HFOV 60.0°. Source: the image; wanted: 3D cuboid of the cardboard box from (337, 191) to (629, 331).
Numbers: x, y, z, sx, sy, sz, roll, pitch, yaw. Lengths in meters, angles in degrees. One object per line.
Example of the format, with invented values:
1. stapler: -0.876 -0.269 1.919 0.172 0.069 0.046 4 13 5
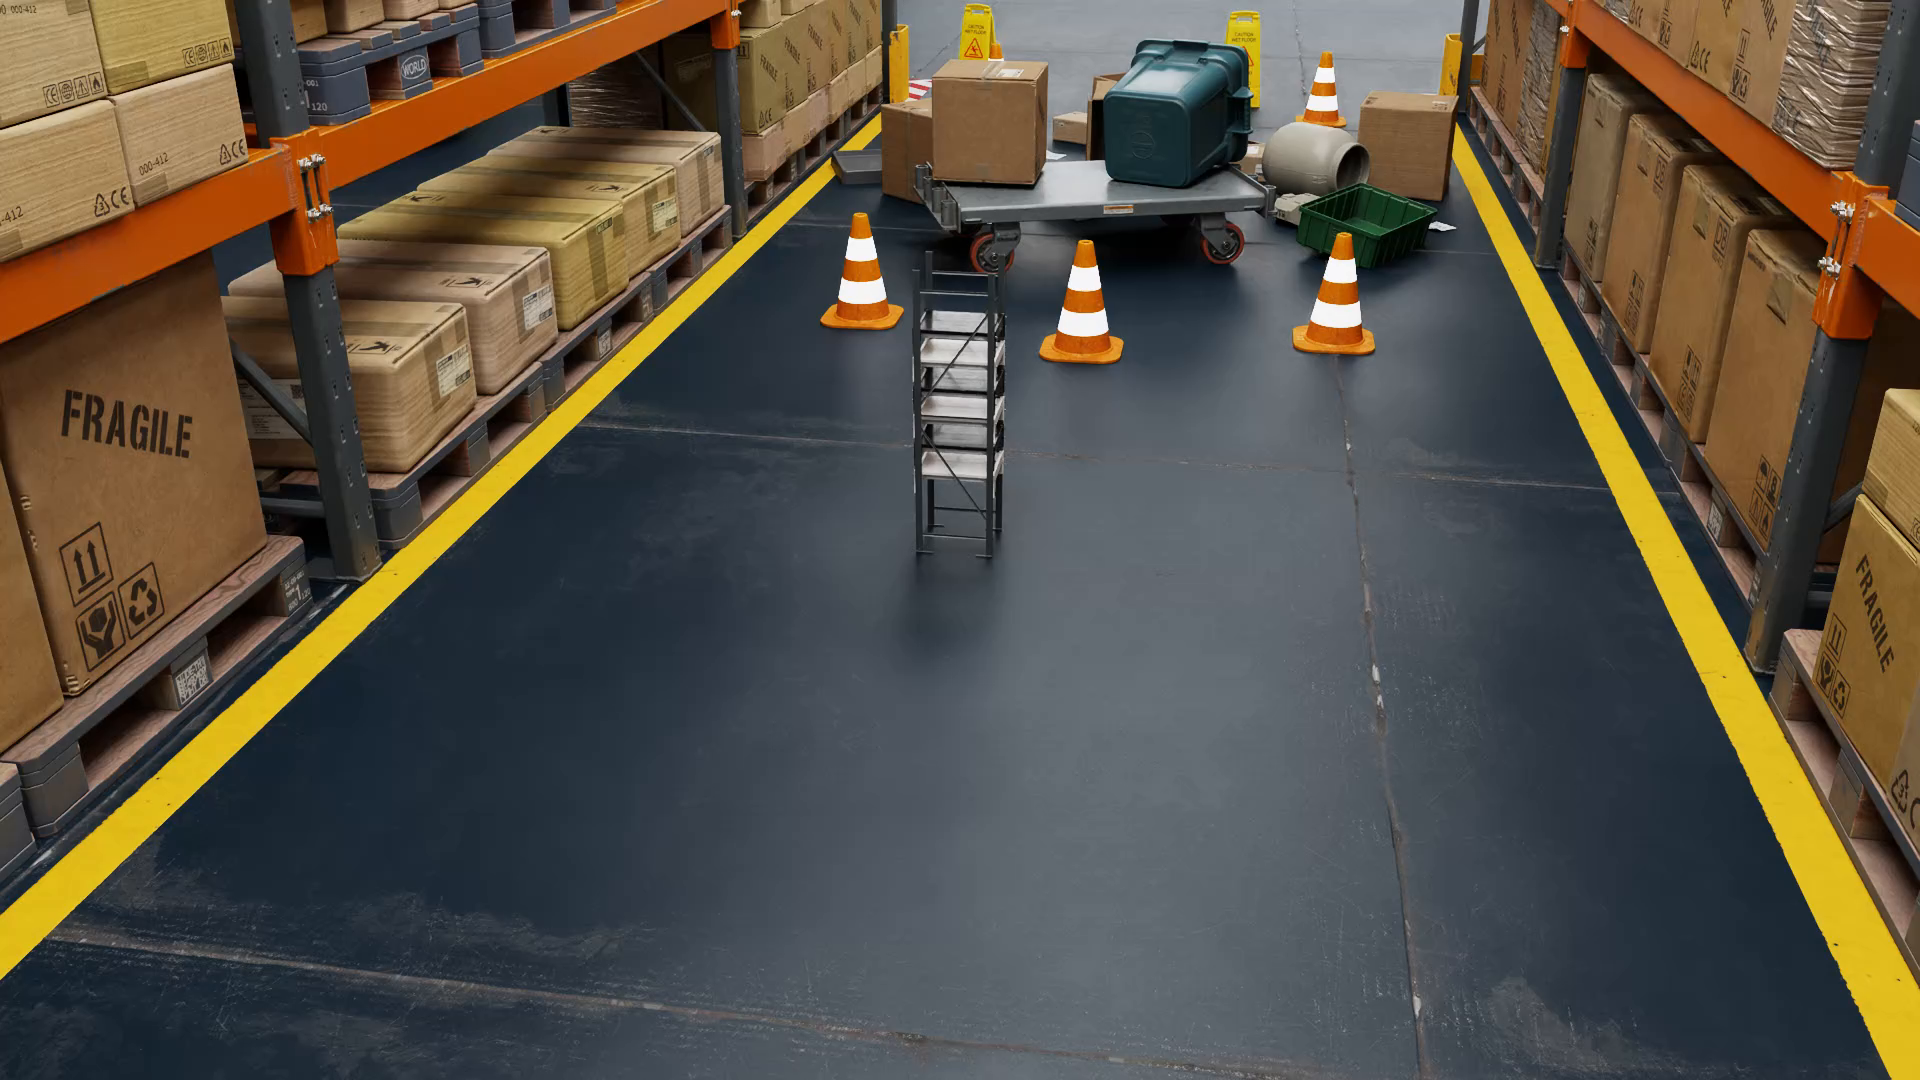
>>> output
1. cardboard box: -1.919 -1.146 6.764 0.950 0.372 0.625 5 26 10

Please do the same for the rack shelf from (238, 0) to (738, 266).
1. rack shelf: -1.936 -1.795 6.395 1.077 0.370 4.000 4 25 9

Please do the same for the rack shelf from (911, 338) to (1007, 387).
1. rack shelf: -0.001 -0.537 4.990 0.258 0.077 0.200 4 25 9

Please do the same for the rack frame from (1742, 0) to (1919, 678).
1. rack frame: 2.637 -0.984 3.813 1.000 3.000 0.127 4 25 9

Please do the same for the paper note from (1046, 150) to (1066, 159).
1. paper note: 0.567 -2.402 10.360 0.148 0.019 0.142 13 28 26

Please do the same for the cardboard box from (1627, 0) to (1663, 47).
1. cardboard box: 2.773 -2.080 6.038 0.500 0.500 0.500 4 25 8

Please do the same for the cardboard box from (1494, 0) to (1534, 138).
1. cardboard box: 3.757 -2.901 9.921 0.875 0.875 0.875 4 25 8

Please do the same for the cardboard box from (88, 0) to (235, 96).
1. cardboard box: -2.092 -1.223 3.911 0.500 0.250 0.500 4 25 8

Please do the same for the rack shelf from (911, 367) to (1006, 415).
1. rack shelf: -0.001 -0.455 5.028 0.258 0.077 0.200 4 25 9

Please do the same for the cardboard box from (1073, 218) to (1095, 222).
1. cardboard box: 0.641 -1.911 9.020 0.258 0.266 0.396 -14 29 -27

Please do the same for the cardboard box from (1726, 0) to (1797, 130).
1. cardboard box: 2.528 -1.444 4.680 0.500 0.500 0.500 4 25 9

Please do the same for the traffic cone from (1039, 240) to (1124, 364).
1. traffic cone: 0.508 -1.002 6.845 0.336 0.463 0.334 4 25 9

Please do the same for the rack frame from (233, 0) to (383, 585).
1. rack frame: -2.263 -1.284 4.456 1.000 3.000 0.127 4 25 9

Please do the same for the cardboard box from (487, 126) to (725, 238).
1. cardboard box: -1.693 -1.738 8.029 0.950 0.372 0.625 4 25 9

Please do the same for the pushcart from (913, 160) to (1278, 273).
1. pushcart: 0.648 -1.633 8.293 1.648 0.377 0.936 -5 25 -10

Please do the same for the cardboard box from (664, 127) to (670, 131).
1. cardboard box: -1.778 -2.168 9.092 0.500 0.250 0.500 5 26 11

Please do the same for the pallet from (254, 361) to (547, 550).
1. pallet: -2.134 -0.348 5.745 1.003 0.211 1.213 4 25 9

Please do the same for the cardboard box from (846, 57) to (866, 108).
1. cardboard box: -0.915 -3.002 10.874 0.500 0.250 0.500 4 25 9

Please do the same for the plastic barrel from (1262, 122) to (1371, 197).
1. plastic barrel: 1.963 -2.071 9.174 0.421 0.421 0.512 -20 32 -36

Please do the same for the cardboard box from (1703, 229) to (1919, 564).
1. cardboard box: 2.825 -0.403 4.732 1.050 0.750 0.750 4 25 8

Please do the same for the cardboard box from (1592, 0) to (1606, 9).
1. cardboard box: 2.939 -2.501 6.936 0.500 0.500 0.500 4 25 9

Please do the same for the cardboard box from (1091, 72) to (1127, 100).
1. cardboard box: 1.255 -2.590 10.189 0.797 0.503 0.637 -14 29 -27

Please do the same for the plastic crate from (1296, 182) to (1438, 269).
1. plastic crate: 2.027 -1.573 8.320 0.450 0.188 0.662 29 36 30

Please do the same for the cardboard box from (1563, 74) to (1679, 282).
1. cardboard box: 3.278 -1.562 7.207 1.050 0.750 0.750 4 25 8

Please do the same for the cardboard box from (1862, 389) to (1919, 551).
1. cardboard box: 2.285 -0.110 3.515 0.500 0.250 0.500 3 25 6

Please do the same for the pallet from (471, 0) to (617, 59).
1. pallet: -1.980 -2.028 6.271 1.003 0.211 1.213 4 25 9

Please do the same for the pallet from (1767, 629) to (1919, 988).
1. pallet: 2.508 0.606 3.706 1.003 0.211 1.213 4 25 9

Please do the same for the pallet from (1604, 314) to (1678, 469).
1. pallet: 3.042 -0.554 6.185 1.003 0.211 1.213 4 25 9

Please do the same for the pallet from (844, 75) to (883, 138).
1. pallet: -1.136 -2.998 11.406 1.003 0.211 1.213 4 25 9

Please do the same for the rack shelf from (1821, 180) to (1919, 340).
1. rack shelf: 2.310 0.179 2.179 1.077 0.370 4.000 4 25 9

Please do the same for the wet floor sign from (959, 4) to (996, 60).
1. wet floor sign: 0.131 -3.569 12.114 0.267 0.644 0.232 13 28 26

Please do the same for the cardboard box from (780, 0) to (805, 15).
1. cardboard box: -1.085 -3.027 9.277 0.380 0.149 0.250 5 26 11

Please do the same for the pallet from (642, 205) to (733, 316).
1. pallet: -1.735 -1.369 7.925 1.003 0.211 1.213 4 25 9

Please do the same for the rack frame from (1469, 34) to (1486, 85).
1. rack frame: 3.948 -4.329 10.961 0.949 2.616 0.053 4 25 9

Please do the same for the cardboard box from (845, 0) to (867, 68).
1. cardboard box: -0.911 -3.343 10.717 0.500 0.500 0.500 5 26 10

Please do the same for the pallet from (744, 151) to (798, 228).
1. pallet: -1.535 -1.978 9.226 1.003 0.211 1.213 4 25 9

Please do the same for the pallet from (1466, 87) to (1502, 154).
1. pallet: 3.891 -2.727 10.827 1.003 0.211 1.213 4 25 9

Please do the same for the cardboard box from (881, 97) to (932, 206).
1. cardboard box: -0.092 -2.180 9.315 0.500 0.500 0.500 -20 32 -36

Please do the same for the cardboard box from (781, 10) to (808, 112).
1. cardboard box: -1.171 -2.695 9.332 0.500 0.500 0.500 5 26 11

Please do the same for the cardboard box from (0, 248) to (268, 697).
1. cardboard box: -2.458 -0.229 4.212 0.875 0.875 0.875 4 25 8

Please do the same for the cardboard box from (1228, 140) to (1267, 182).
1. cardboard box: 1.754 -2.265 9.775 0.396 0.266 0.258 8 26 18

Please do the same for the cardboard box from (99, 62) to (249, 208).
1. cardboard box: -2.090 -0.987 3.997 0.500 0.250 0.500 3 25 7

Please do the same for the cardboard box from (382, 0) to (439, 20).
1. cardboard box: -1.857 -1.711 5.168 0.380 0.149 0.250 2 25 5

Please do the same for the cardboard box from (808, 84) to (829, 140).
1. cardboard box: -1.086 -2.576 9.964 0.500 0.250 0.500 4 25 8

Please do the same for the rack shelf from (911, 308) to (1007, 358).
1. rack shelf: -0.001 -0.619 4.952 0.258 0.077 0.200 4 25 9

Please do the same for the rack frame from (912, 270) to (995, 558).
1. rack frame: -0.018 -0.362 4.961 0.240 0.900 0.006 4 25 9

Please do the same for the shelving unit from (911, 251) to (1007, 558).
1. shelving unit: -0.001 -0.404 5.052 0.258 0.900 0.210 4 25 9

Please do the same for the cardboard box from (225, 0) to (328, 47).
1. cardboard box: -2.027 -1.484 4.683 0.380 0.149 0.250 3 25 5

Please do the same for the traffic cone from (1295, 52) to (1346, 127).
1. traffic cone: 2.457 -3.057 11.235 0.336 0.463 0.334 4 25 9
